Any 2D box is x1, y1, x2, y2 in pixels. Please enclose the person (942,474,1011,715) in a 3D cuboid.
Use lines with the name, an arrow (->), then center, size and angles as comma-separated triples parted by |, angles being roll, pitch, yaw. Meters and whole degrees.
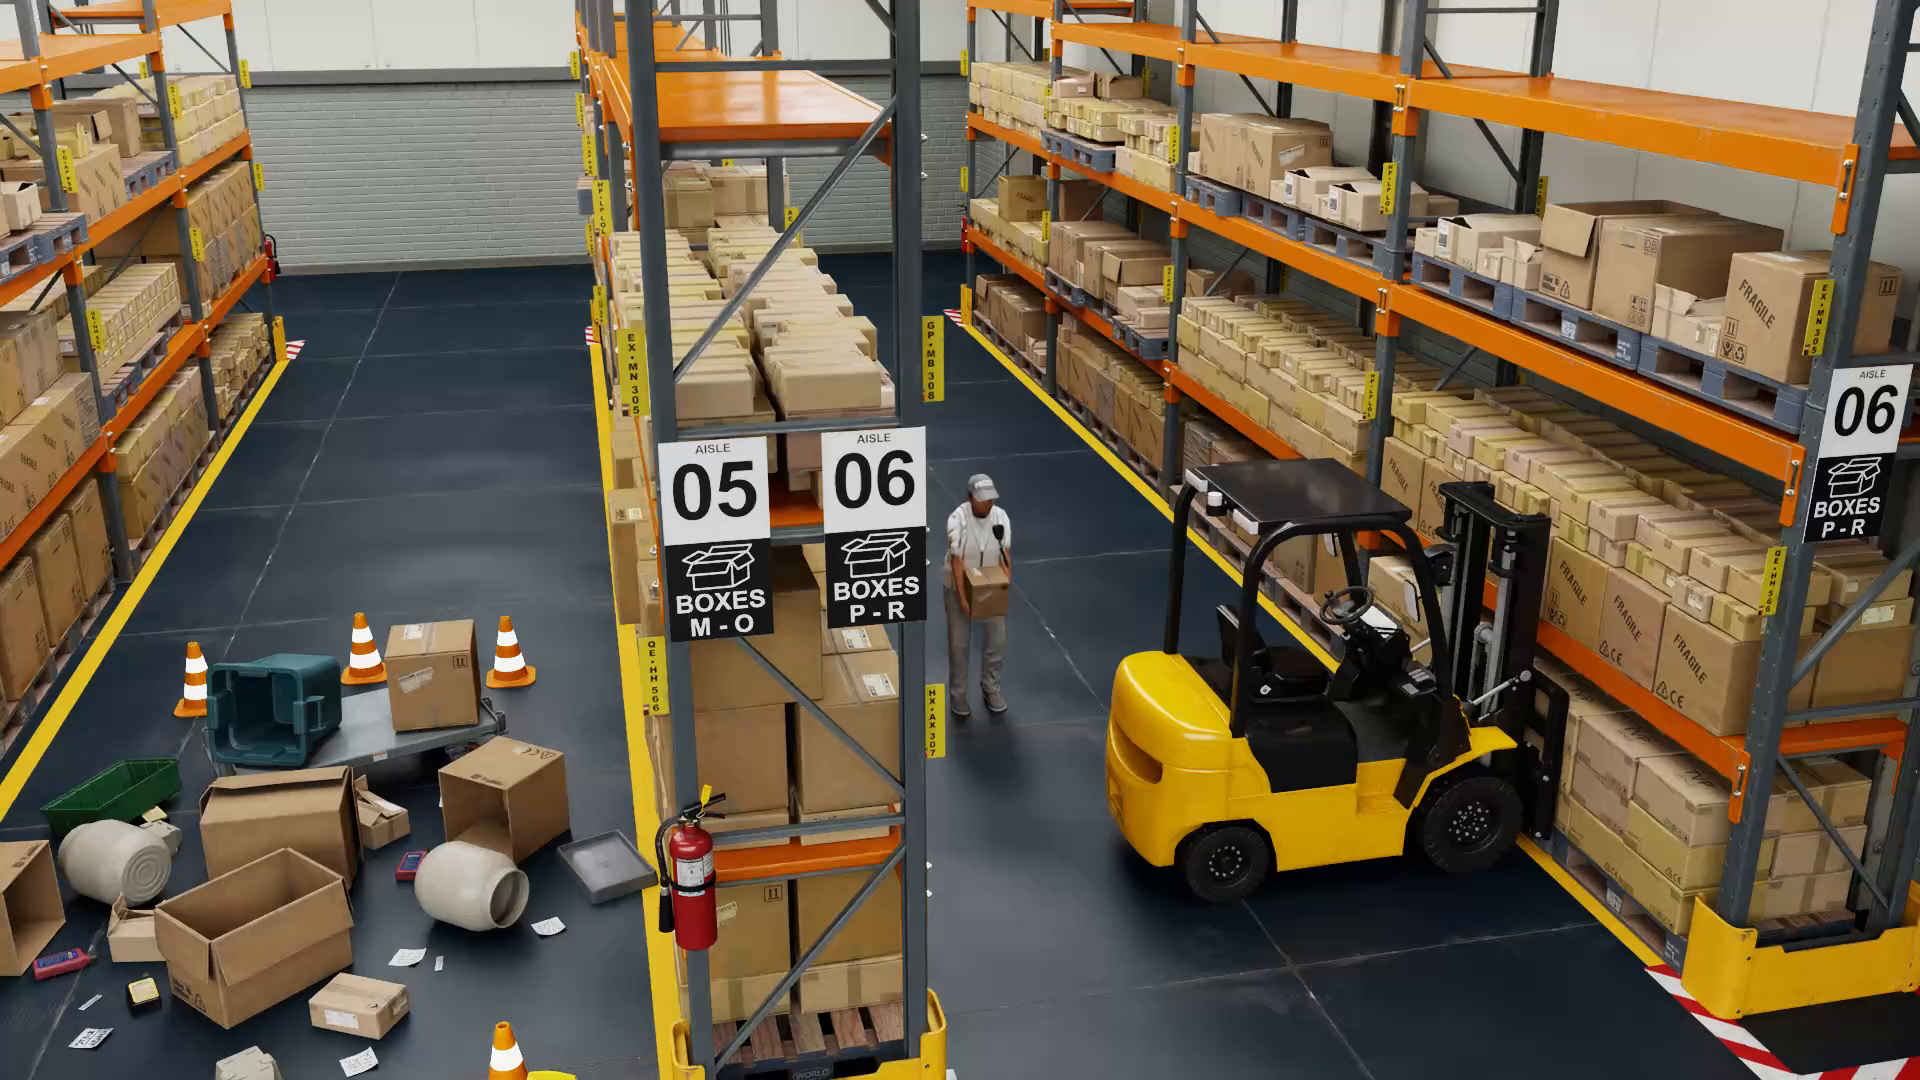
person -> 0.125, 0.353, 11.111 | 0.452, 1.657, 0.566 | -5, 20, -13
